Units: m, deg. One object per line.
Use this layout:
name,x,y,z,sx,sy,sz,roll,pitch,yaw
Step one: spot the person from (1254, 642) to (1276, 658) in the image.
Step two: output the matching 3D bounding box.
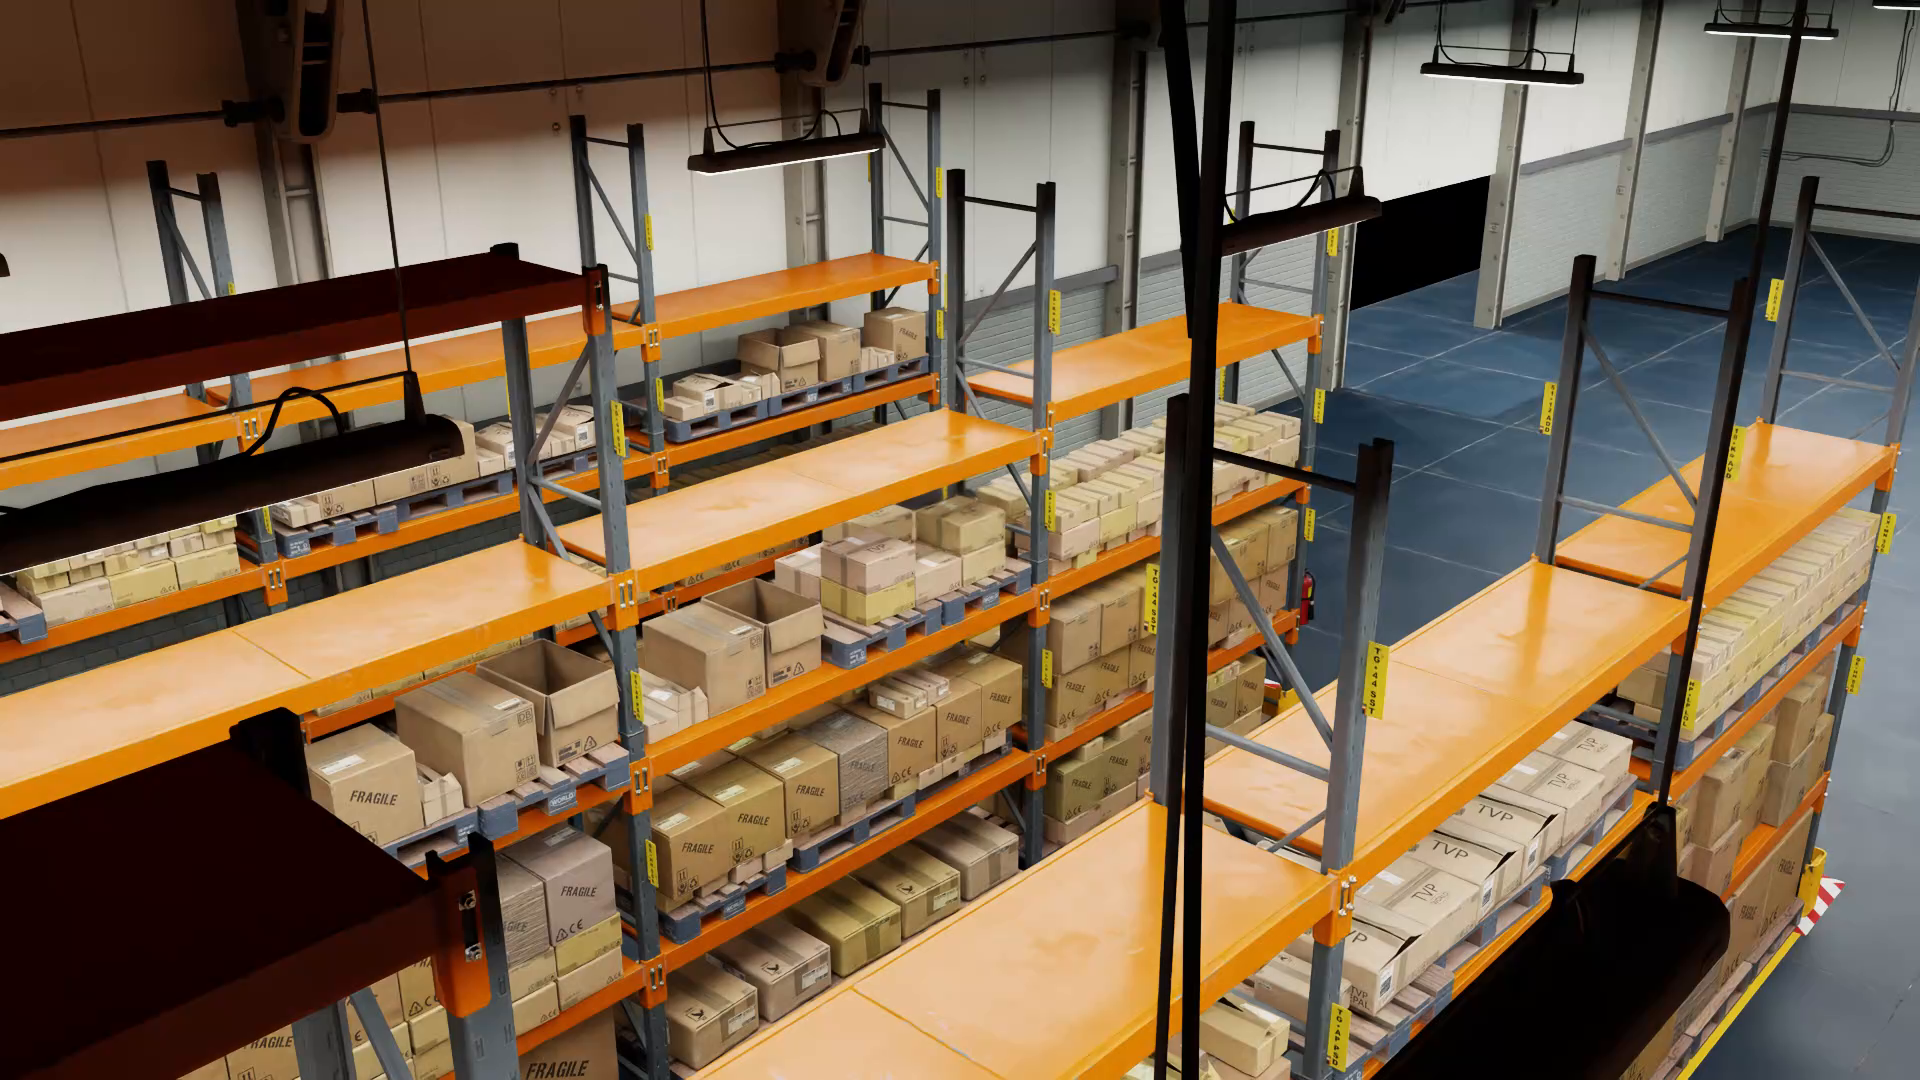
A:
person,3.183,0.531,18.290,0.793,1.705,0.532,8,23,19
